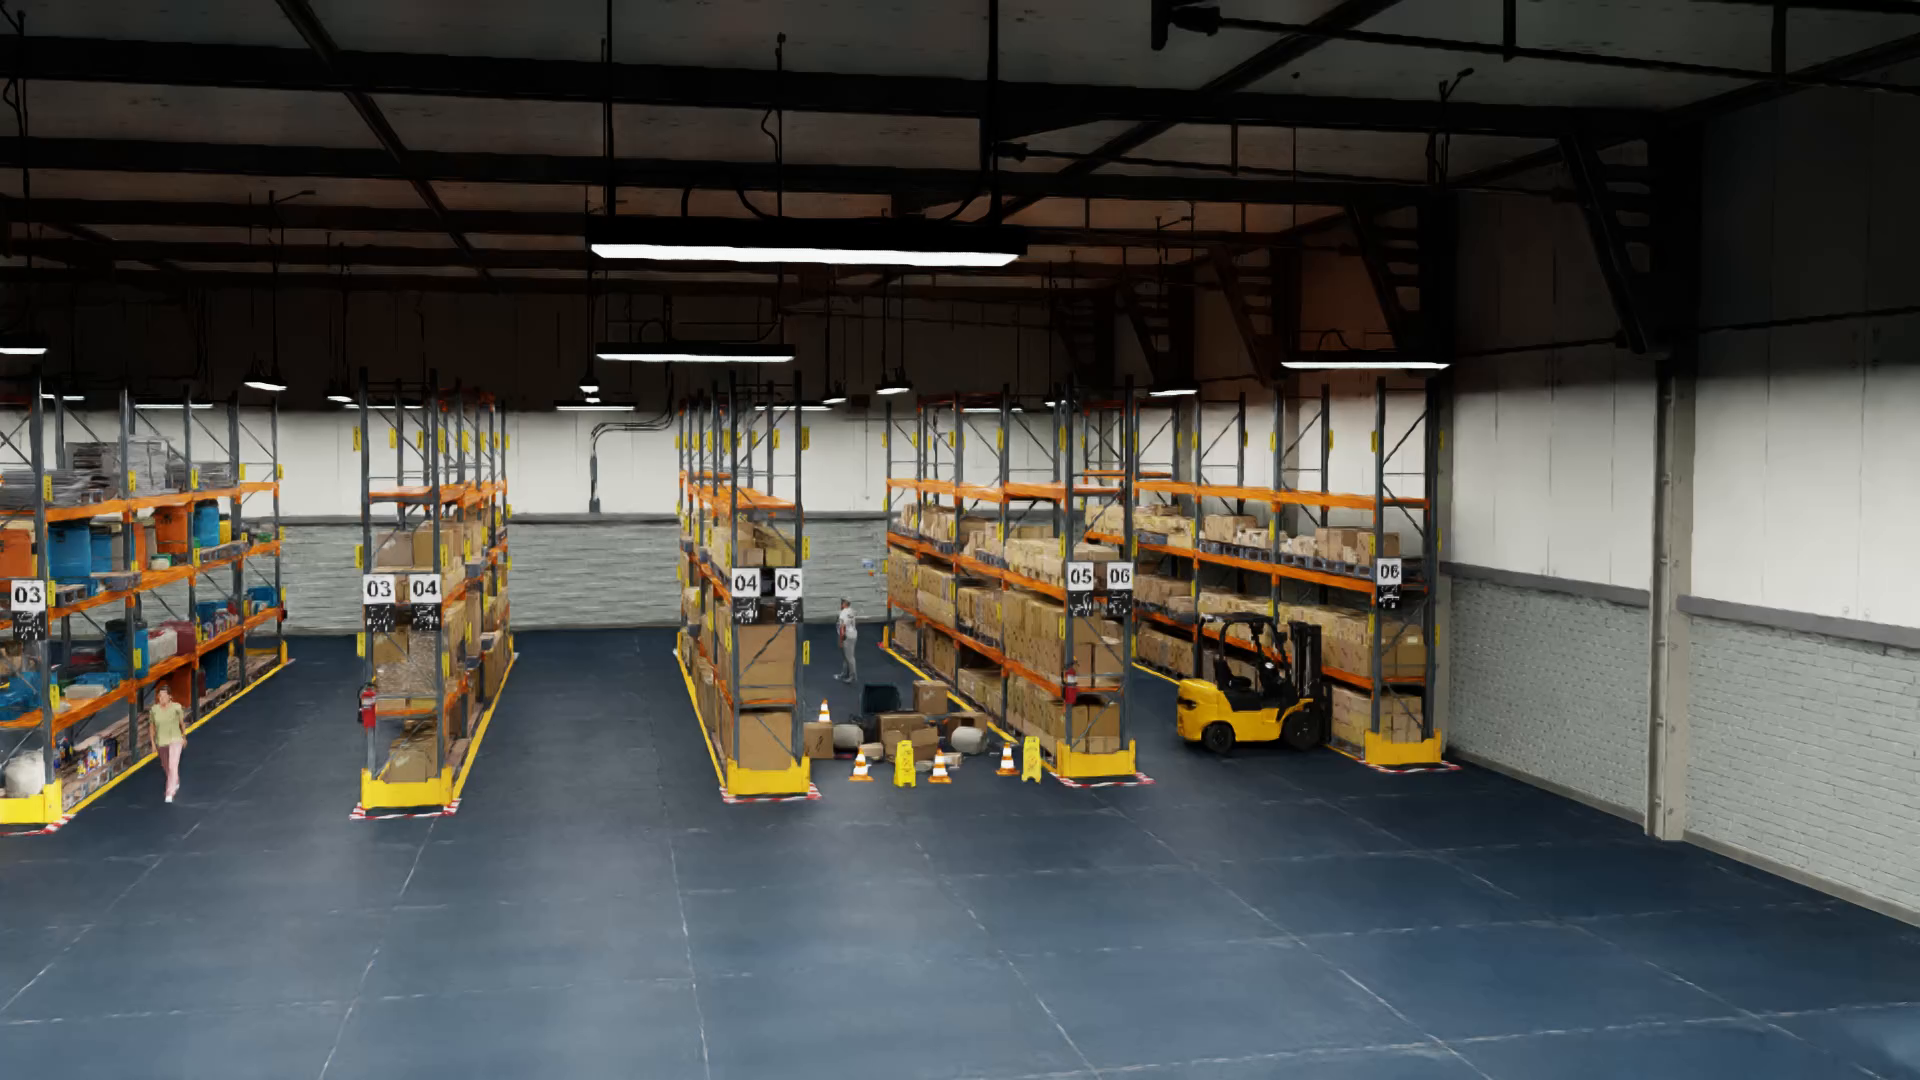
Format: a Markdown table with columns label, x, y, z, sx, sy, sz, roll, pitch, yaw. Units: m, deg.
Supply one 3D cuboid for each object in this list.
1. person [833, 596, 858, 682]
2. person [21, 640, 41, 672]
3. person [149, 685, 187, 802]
| label | x | y | z | sx | sy | sz | roll | pitch | yaw |
| --- | --- | --- | --- | --- | --- | --- | --- | --- | --- |
| person | -2.393 | 2.052 | 34.651 | 0.594 | 1.746 | 0.668 | 1 | 3 | 13 |
| person | -18.361 | 2.273 | 32.936 | 0.417 | 1.525 | 1.030 | -1 | 3 | -13 |
| person | -11.084 | 2.808 | 23.214 | 0.448 | 1.590 | 1.109 | -1 | 3 | -9 |
